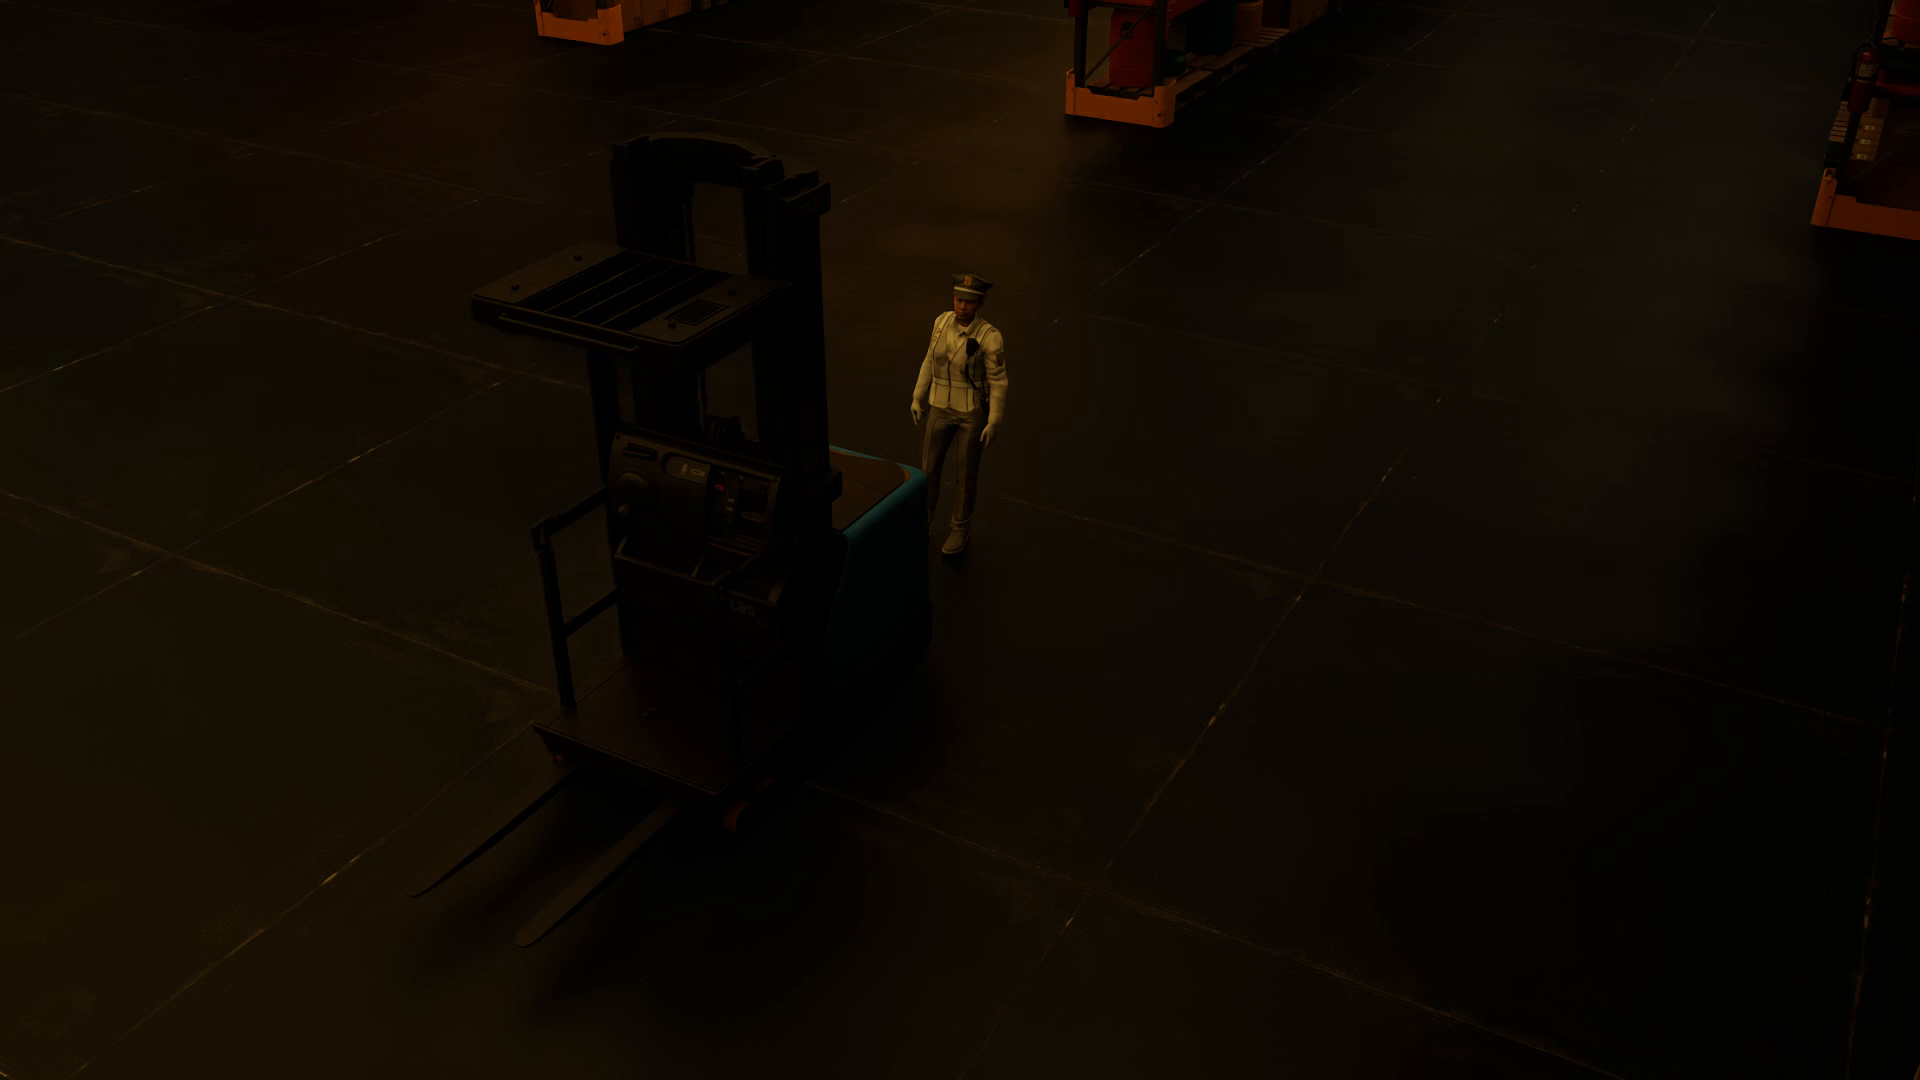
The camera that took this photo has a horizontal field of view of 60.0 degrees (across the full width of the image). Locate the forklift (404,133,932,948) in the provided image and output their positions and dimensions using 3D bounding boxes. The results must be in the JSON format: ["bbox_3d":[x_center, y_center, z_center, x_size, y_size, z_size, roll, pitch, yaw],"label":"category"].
[{"bbox_3d":[-1.310,-0.173,7.370,1.130,2.935,3.031,16,33,25],"label":"forklift"}]

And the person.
[{"bbox_3d":[-0.039,-0.712,9.527,0.586,1.694,0.532,15,33,25],"label":"person"}]
